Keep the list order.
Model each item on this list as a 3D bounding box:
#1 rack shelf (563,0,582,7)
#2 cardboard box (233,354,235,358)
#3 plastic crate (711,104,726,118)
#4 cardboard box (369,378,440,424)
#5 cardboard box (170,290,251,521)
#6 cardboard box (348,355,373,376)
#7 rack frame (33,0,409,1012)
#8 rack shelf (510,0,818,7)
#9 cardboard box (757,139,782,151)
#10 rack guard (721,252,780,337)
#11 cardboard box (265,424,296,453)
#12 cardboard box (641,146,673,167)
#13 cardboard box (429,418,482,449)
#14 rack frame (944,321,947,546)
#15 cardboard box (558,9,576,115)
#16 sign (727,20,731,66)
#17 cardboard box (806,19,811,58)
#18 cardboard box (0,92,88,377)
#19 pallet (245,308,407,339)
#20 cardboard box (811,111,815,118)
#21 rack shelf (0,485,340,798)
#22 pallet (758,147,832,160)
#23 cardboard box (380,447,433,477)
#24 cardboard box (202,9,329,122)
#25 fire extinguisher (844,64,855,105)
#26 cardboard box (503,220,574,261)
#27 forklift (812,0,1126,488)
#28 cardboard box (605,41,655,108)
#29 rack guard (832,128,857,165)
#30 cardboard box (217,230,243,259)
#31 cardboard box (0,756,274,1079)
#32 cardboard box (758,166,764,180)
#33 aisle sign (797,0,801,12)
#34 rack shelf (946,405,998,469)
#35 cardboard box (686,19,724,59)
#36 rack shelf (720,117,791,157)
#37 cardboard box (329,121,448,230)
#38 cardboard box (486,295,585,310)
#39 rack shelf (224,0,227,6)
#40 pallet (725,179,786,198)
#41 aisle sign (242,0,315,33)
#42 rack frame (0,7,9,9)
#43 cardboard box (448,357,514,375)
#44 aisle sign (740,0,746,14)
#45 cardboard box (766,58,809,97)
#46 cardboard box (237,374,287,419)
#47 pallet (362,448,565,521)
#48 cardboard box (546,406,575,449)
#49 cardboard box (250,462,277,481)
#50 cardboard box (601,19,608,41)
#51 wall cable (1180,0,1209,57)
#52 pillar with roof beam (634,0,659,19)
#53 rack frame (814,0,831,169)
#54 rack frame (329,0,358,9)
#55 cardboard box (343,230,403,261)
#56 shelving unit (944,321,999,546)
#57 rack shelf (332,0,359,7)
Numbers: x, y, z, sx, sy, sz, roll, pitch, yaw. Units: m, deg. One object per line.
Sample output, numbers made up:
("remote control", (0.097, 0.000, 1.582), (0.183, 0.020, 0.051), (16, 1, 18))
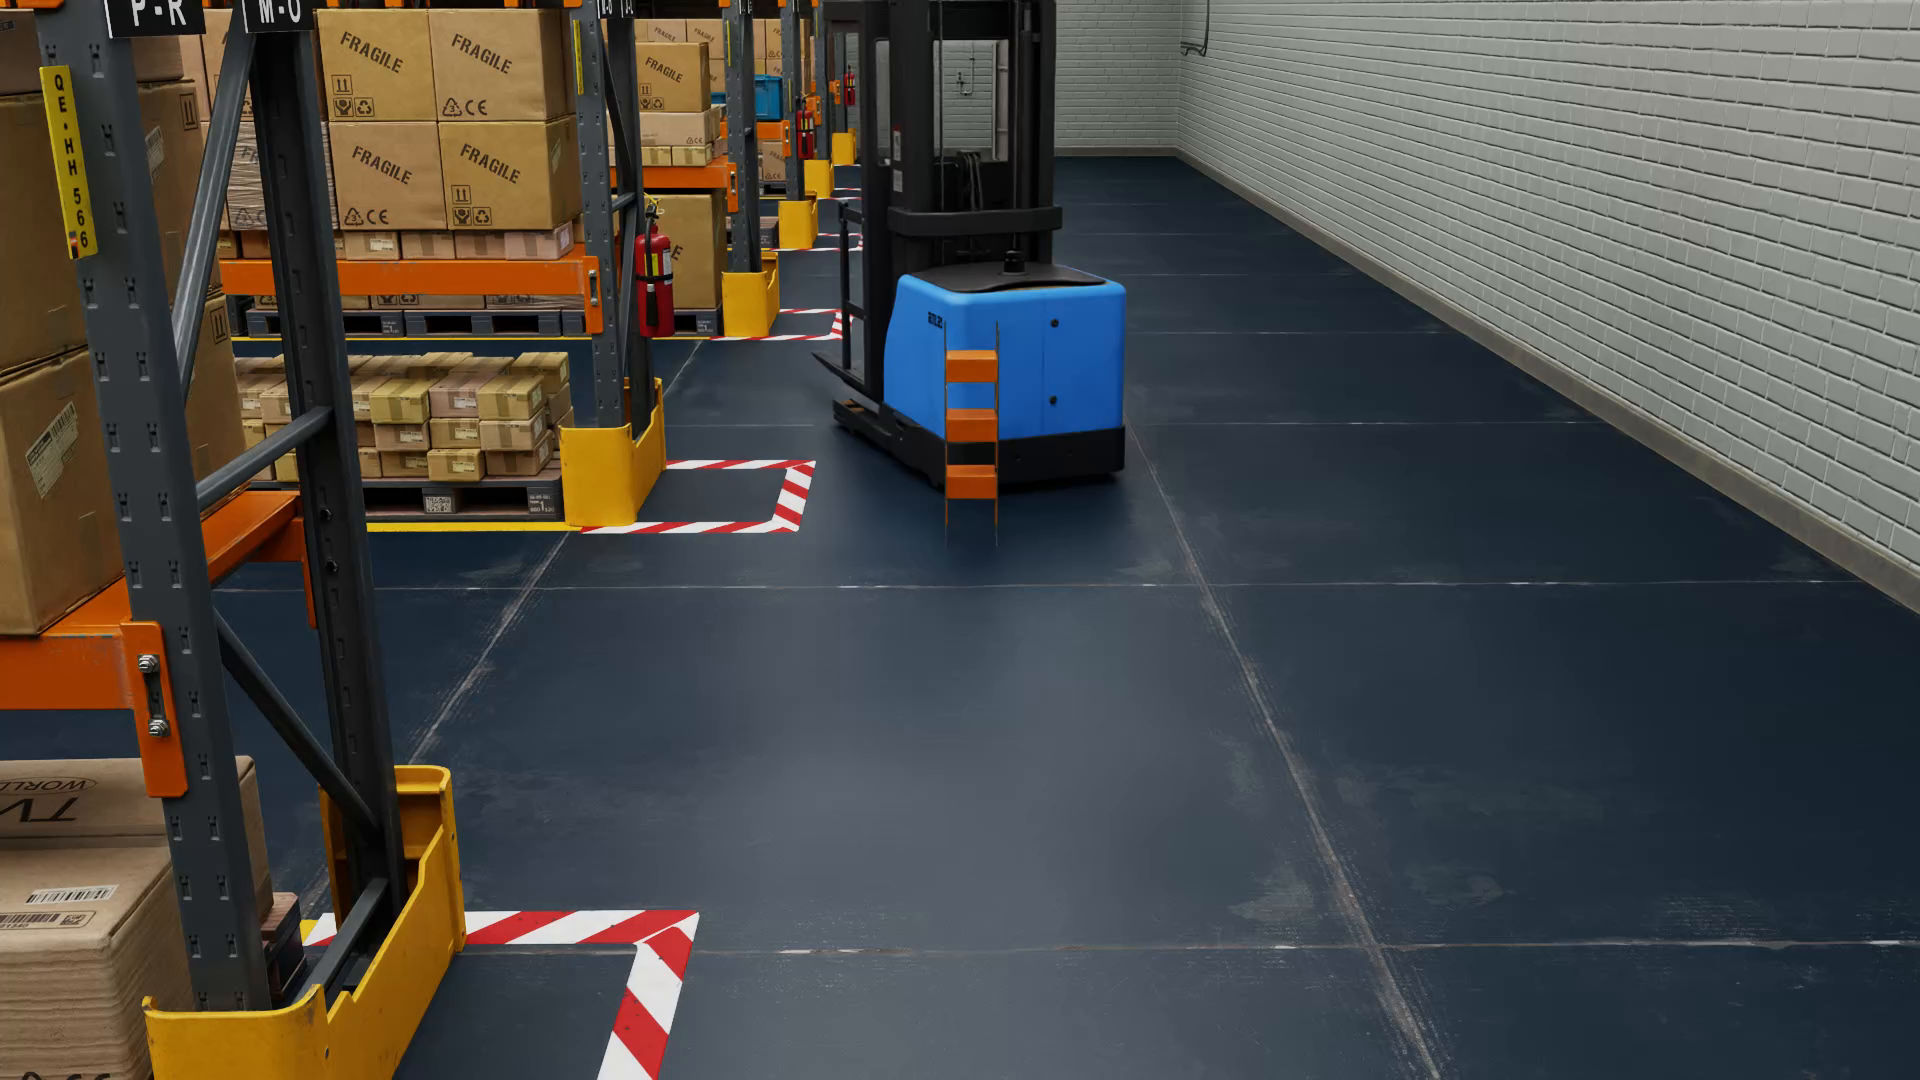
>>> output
("rack shelf", (-3.731, -2.749, 7.974), (4.000, 0.370, 1.077), (0, 18, -1))
("cardboard box", (-4.076, -0.889, 8.915), (0.250, 0.149, 0.380), (-1, 18, -3))
("plastic crate", (-2.599, -4.545, 17.638), (0.243, 0.136, 0.396), (0, 18, -1))
("cardboard box", (-2.765, -0.695, 8.309), (0.250, 0.149, 0.380), (-1, 18, -2))
("cardboard box", (-2.036, -0.295, 3.892), (0.500, 0.500, 0.500), (0, 18, -1))
("cardboard box", (-3.312, -0.875, 8.870), (0.250, 0.149, 0.380), (0, 18, 1))
("rack frame", (-1.552, -0.162, 3.641), (0.127, 3.000, 1.000), (0, 18, -1))
("rack shelf", (-3.860, -7.290, 22.129), (4.000, 0.370, 1.077), (0, 18, -1))
("cardboard box", (-3.141, -6.700, 27.428), (0.500, 0.500, 0.700), (0, 18, -1))
("rack guard", (-1.684, -1.998, 13.458), (0.348, 0.500, 1.175), (0, 18, -1))
("cardboard box", (-3.291, -0.558, 8.369), (0.250, 0.149, 0.380), (0, 18, 0))
("cardboard box", (-2.319, -2.965, 12.790), (0.250, 0.149, 0.380), (0, 18, 0))
("cardboard box", (-2.516, -0.583, 8.446), (0.250, 0.149, 0.380), (-1, 18, -2))
("rack frame", (-0.068, -0.500, 7.886), (0.008, 1.050, 0.200), (0, 18, -1))
("cardboard box", (-2.184, -2.417, 8.385), (0.500, 0.500, 0.500), (0, 18, -1))
("sign", (-1.713, -3.687, 12.346), (0.005, 0.325, 0.100), (0, 18, -1))
("cardboard box", (-2.309, -6.816, 22.584), (0.500, 0.500, 0.500), (0, 18, 1))
("cardboard box", (-2.030, -0.610, 3.239), (0.500, 0.500, 0.500), (0, 18, 1))
("pallet", (-4.946, -1.821, 13.379), (1.213, 0.211, 1.003), (0, 18, -1))
("cardboard box", (-2.519, -7.073, 27.529), (0.250, 0.149, 0.380), (0, 18, 0))
("rack shelf", (-3.551, 0.191, 3.721), (4.000, 0.370, 1.077), (0, 18, -1))
("pallet", (-2.741, -6.371, 27.563), (1.213, 0.211, 1.003), (0, 18, -1))
("cardboard box", (-2.775, -0.442, 8.495), (0.250, 0.149, 0.380), (0, 18, -1))
("cardboard box", (-3.211, -2.252, 7.871), (0.500, 0.500, 0.500), (1, 18, 2))
("fire extinguisher", (-1.785, -7.372, 26.856), (0.183, 0.674, 0.296), (0, 18, -1))
("cardboard box", (-2.052, -1.465, 8.117), (0.250, 0.149, 0.380), (0, 18, -1))
("forklift", (-0.129, -2.073, 9.711), (1.130, 2.935, 3.031), (-7, 19, -21))
("cardboard box", (-2.692, -3.693, 13.181), (0.500, 0.500, 0.500), (-1, 18, -2))
("rack guard", (-1.919, -6.537, 27.606), (0.348, 0.500, 1.175), (0, 18, -1))
("cardboard box", (-3.607, -1.480, 8.161), (0.250, 0.149, 0.380), (0, 18, 0))
("cardboard box", (-2.210, 0.892, 3.863), (0.875, 0.438, 0.875), (-1, 18, -3))
("cardboard box", (-2.807, -5.022, 22.710), (0.250, 0.166, 0.380), (0, 18, -1))
("aisle sign", (-1.719, -6.030, 17.678), (0.004, 0.787, 0.394), (0, 18, -1))
("rack shelf", (0.053, -0.490, 7.891), (0.240, 0.259, 0.215), (0, 18, -1))
("cardboard box", (-3.325, -6.645, 22.051), (0.500, 0.500, 0.500), (0, 18, 1))
("rack shelf", (-3.786, -4.349, 17.871), (4.000, 0.370, 1.077), (0, 18, -1))
("cardboard box", (-2.691, -1.781, 8.037), (0.500, 0.500, 0.500), (-1, 18, -2))
("cardboard box", (-3.257, -2.345, 13.237), (0.875, 0.875, 0.875), (0, 18, -1))
("rack shelf", (-7.707, -4.245, 12.637), (4.000, 0.370, 1.077), (0, 18, -1))
("pallet", (-2.734, -4.881, 22.920), (1.213, 0.211, 1.003), (0, 18, -1))
("aisle sign", (-1.484, -1.488, 3.521), (0.004, 0.787, 0.394), (0, 18, -1))
("rack frame", (-9.785, -4.662, 17.671), (0.127, 3.000, 1.000), (0, 18, -1))
("cardboard box", (-2.534, -0.862, 8.830), (0.250, 0.149, 0.380), (0, 18, 0))
("aisle sign", (-1.631, -4.335, 12.394), (0.004, 0.787, 0.394), (0, 18, -1))
("cardboard box", (-2.304, -6.176, 22.227), (0.500, 0.500, 0.500), (0, 18, 1))
("cardboard box", (-3.558, -0.727, 8.410), (0.250, 0.149, 0.380), (-1, 18, -3))
("pallet", (-2.620, -0.352, 8.798), (1.213, 0.211, 1.003), (0, 18, -1))
("cardboard box", (-2.260, -0.611, 9.020), (0.250, 0.149, 0.380), (0, 18, 0))
("cardboard box", (-3.549, -0.421, 8.430), (0.250, 0.149, 0.380), (0, 18, 0))
("cardboard box", (-4.869, -6.637, 22.027), (0.500, 0.500, 0.500), (-1, 18, -3))
("wall cable", (3.718, -9.023, 26.527), (0.112, 2.526, 3.097), (0, 18, -1))
("pillar with roof beam", (-5.188, -9.517, 22.983), (0.400, 9.000, 9.100), (0, 18, -1))
("rack frame", (-1.861, -6.214, 22.508), (0.127, 3.000, 1.000), (0, 18, -1))
("rack frame", (-9.942, -7.688, 27.104), (0.127, 3.000, 1.000), (0, 18, -1))
("cardboard box", (-2.807, -1.462, 8.104), (0.250, 0.149, 0.380), (0, 18, 1))
("shelving unit", (0.053, -0.500, 7.888), (0.252, 1.050, 0.215), (0, 18, -1))
("rack shelf", (-7.942, -8.784, 26.786), (4.000, 0.370, 1.077), (0, 18, -1))
